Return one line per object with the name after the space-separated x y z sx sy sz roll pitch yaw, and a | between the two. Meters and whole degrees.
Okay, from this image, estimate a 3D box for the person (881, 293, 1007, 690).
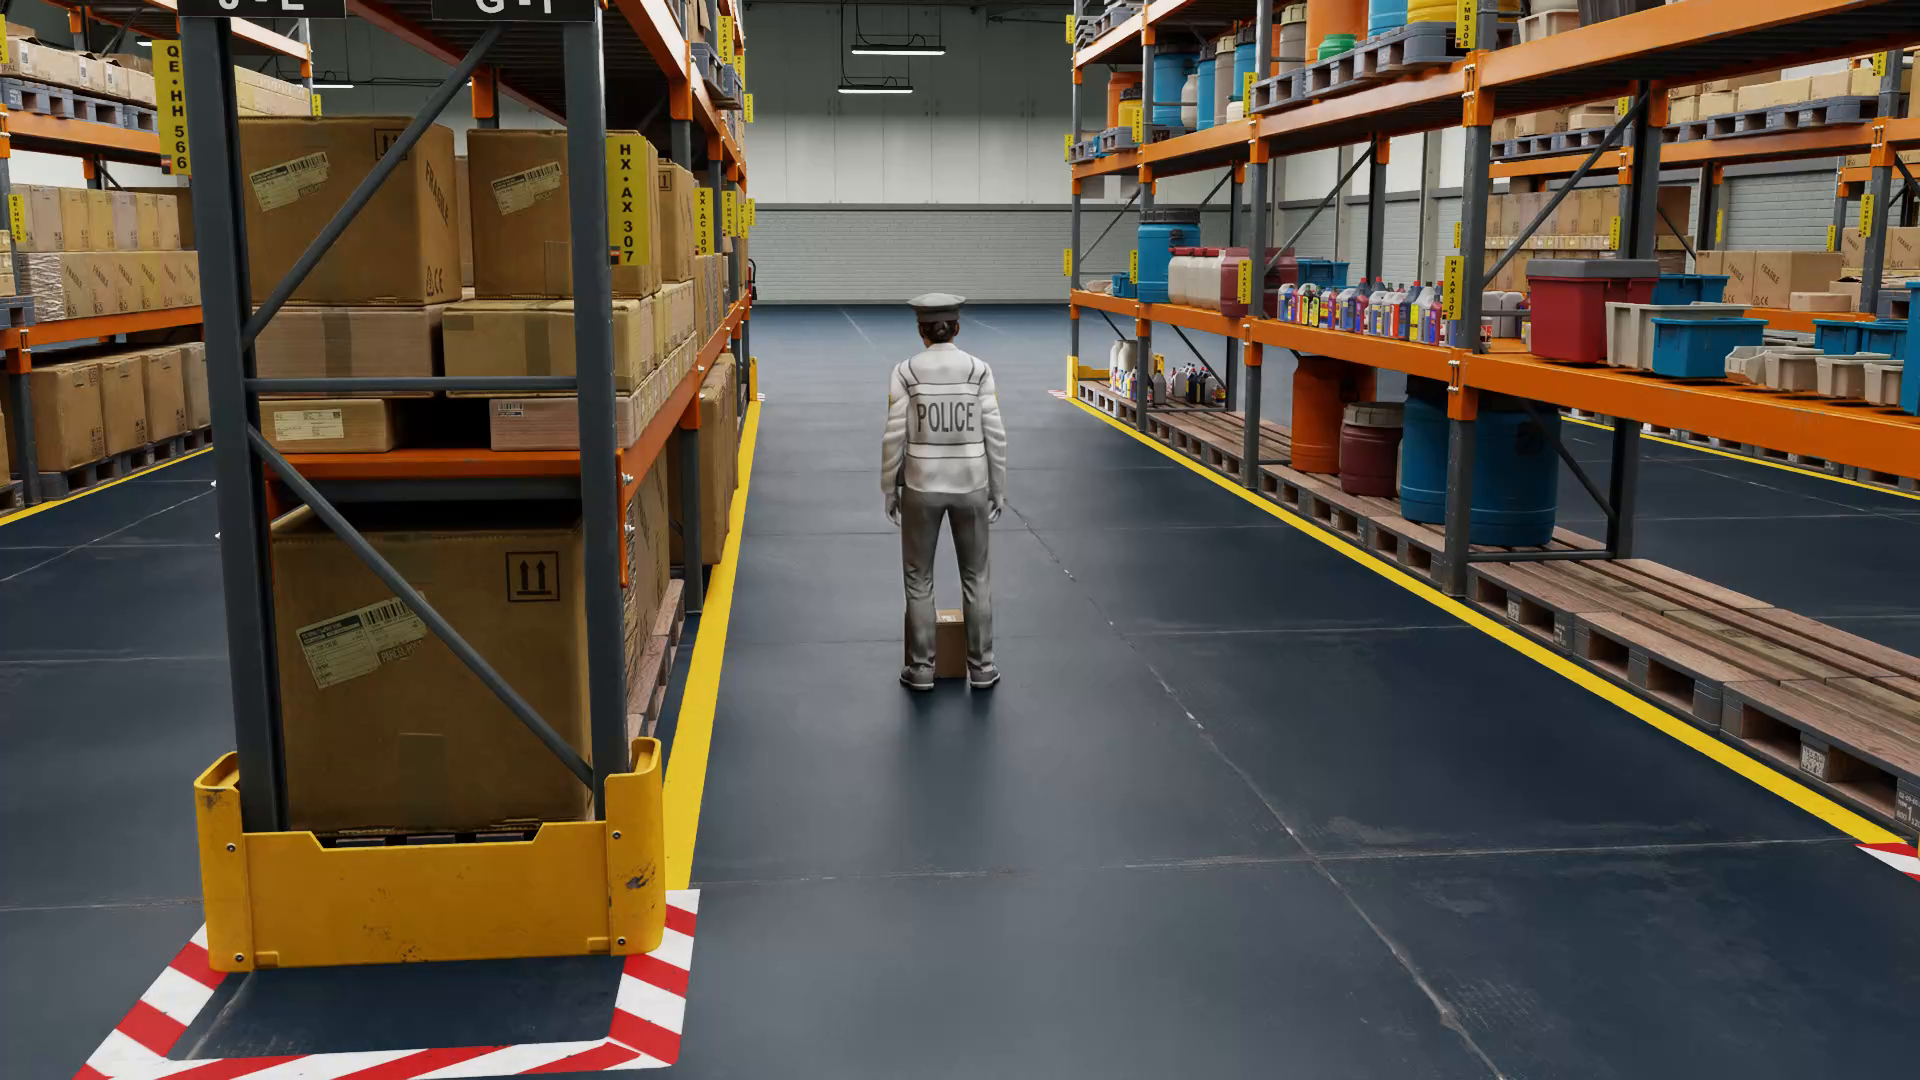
-0.068 -0.195 6.988 0.526 1.663 0.375 -1 10 -6 | person
